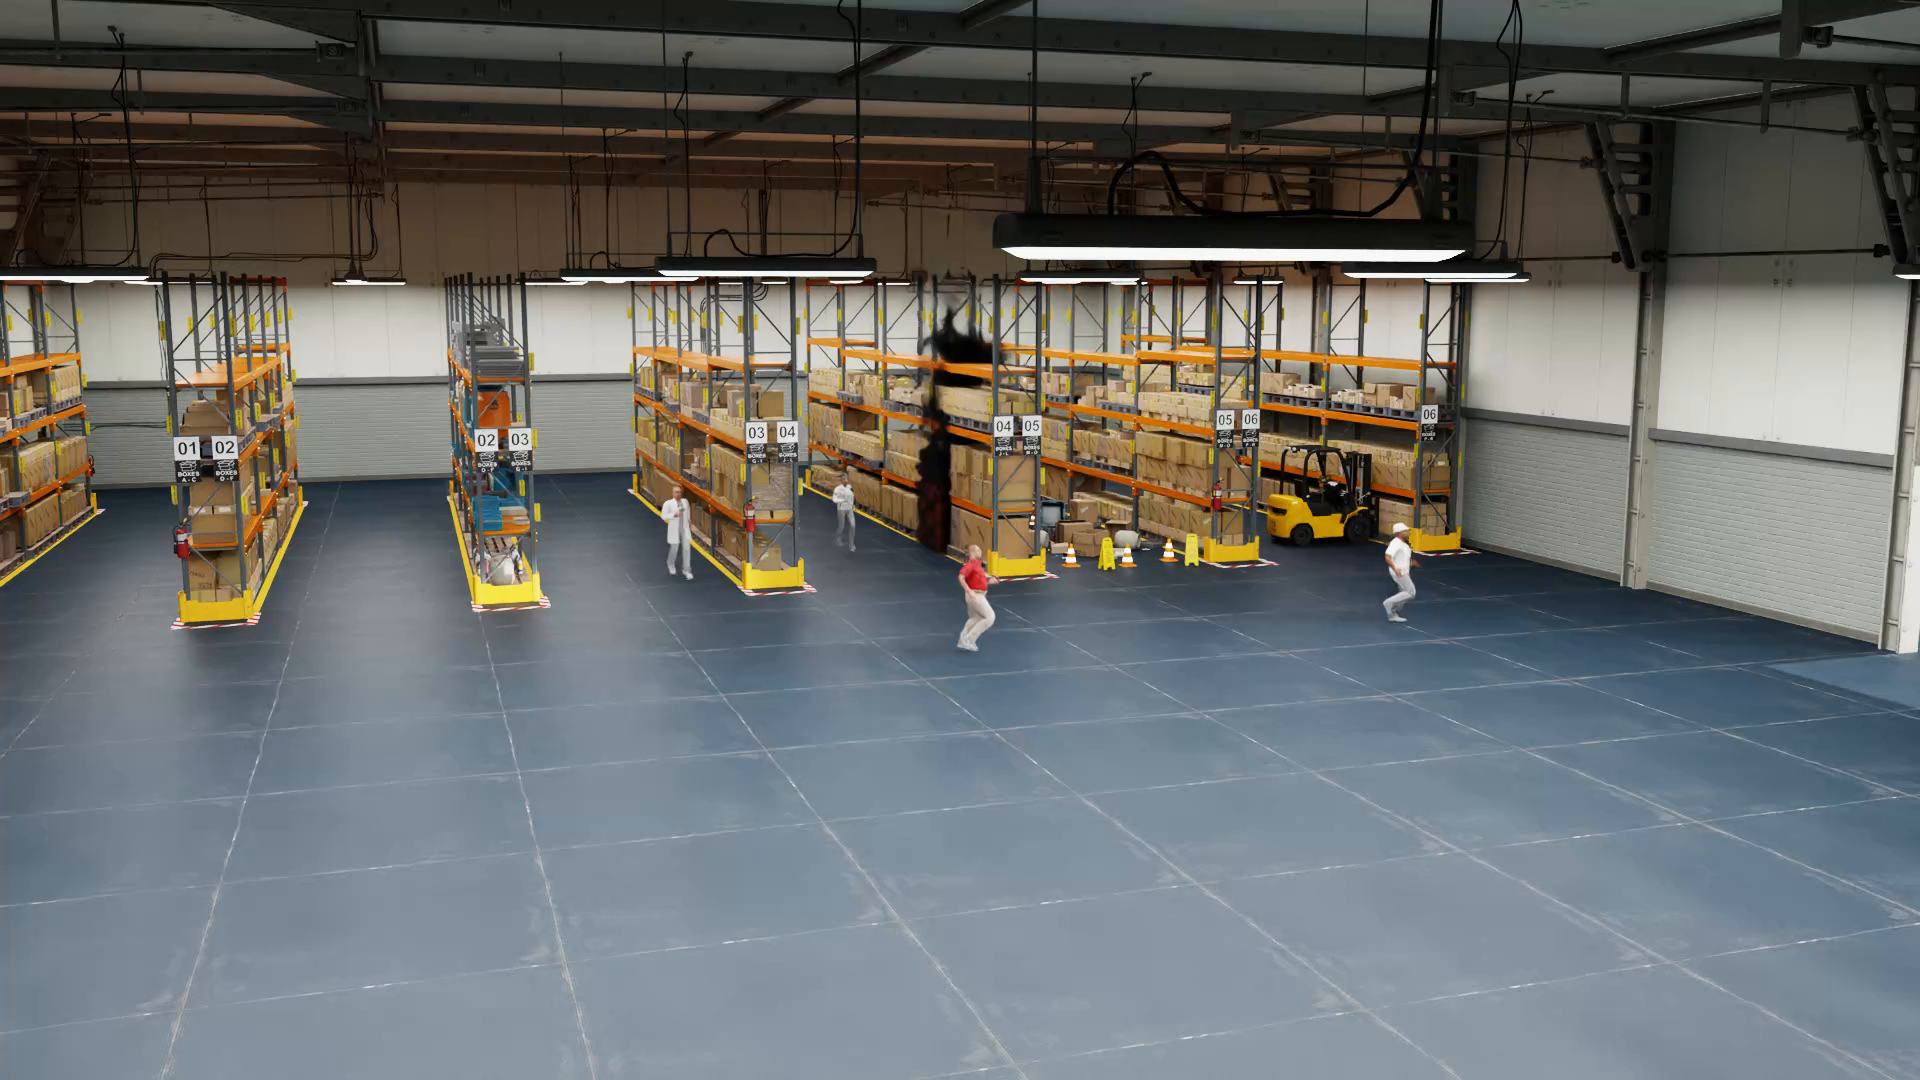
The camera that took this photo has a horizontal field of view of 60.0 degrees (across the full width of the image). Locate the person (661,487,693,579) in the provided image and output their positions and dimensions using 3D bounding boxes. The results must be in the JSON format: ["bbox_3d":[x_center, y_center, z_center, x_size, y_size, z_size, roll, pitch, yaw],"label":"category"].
[{"bbox_3d":[-5.597,-0.166,33.048,0.698,1.794,0.968,-5,10,-29],"label":"person"}]

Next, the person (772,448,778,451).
[{"bbox_3d":[-5.468,-2.280,47.539,0.688,1.721,0.602,0,9,3],"label":"person"}]

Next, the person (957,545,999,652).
[{"bbox_3d":[0.285,0.921,26.338,0.666,1.706,0.642,0,9,0],"label":"person"}]

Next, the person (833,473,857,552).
[{"bbox_3d":[-2.541,-0.617,36.577,0.598,1.753,0.777,-4,10,-26],"label":"person"}]

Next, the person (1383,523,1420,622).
[{"bbox_3d":[7.616,0.561,28.663,0.576,1.720,0.698,3,9,22],"label":"person"}]
